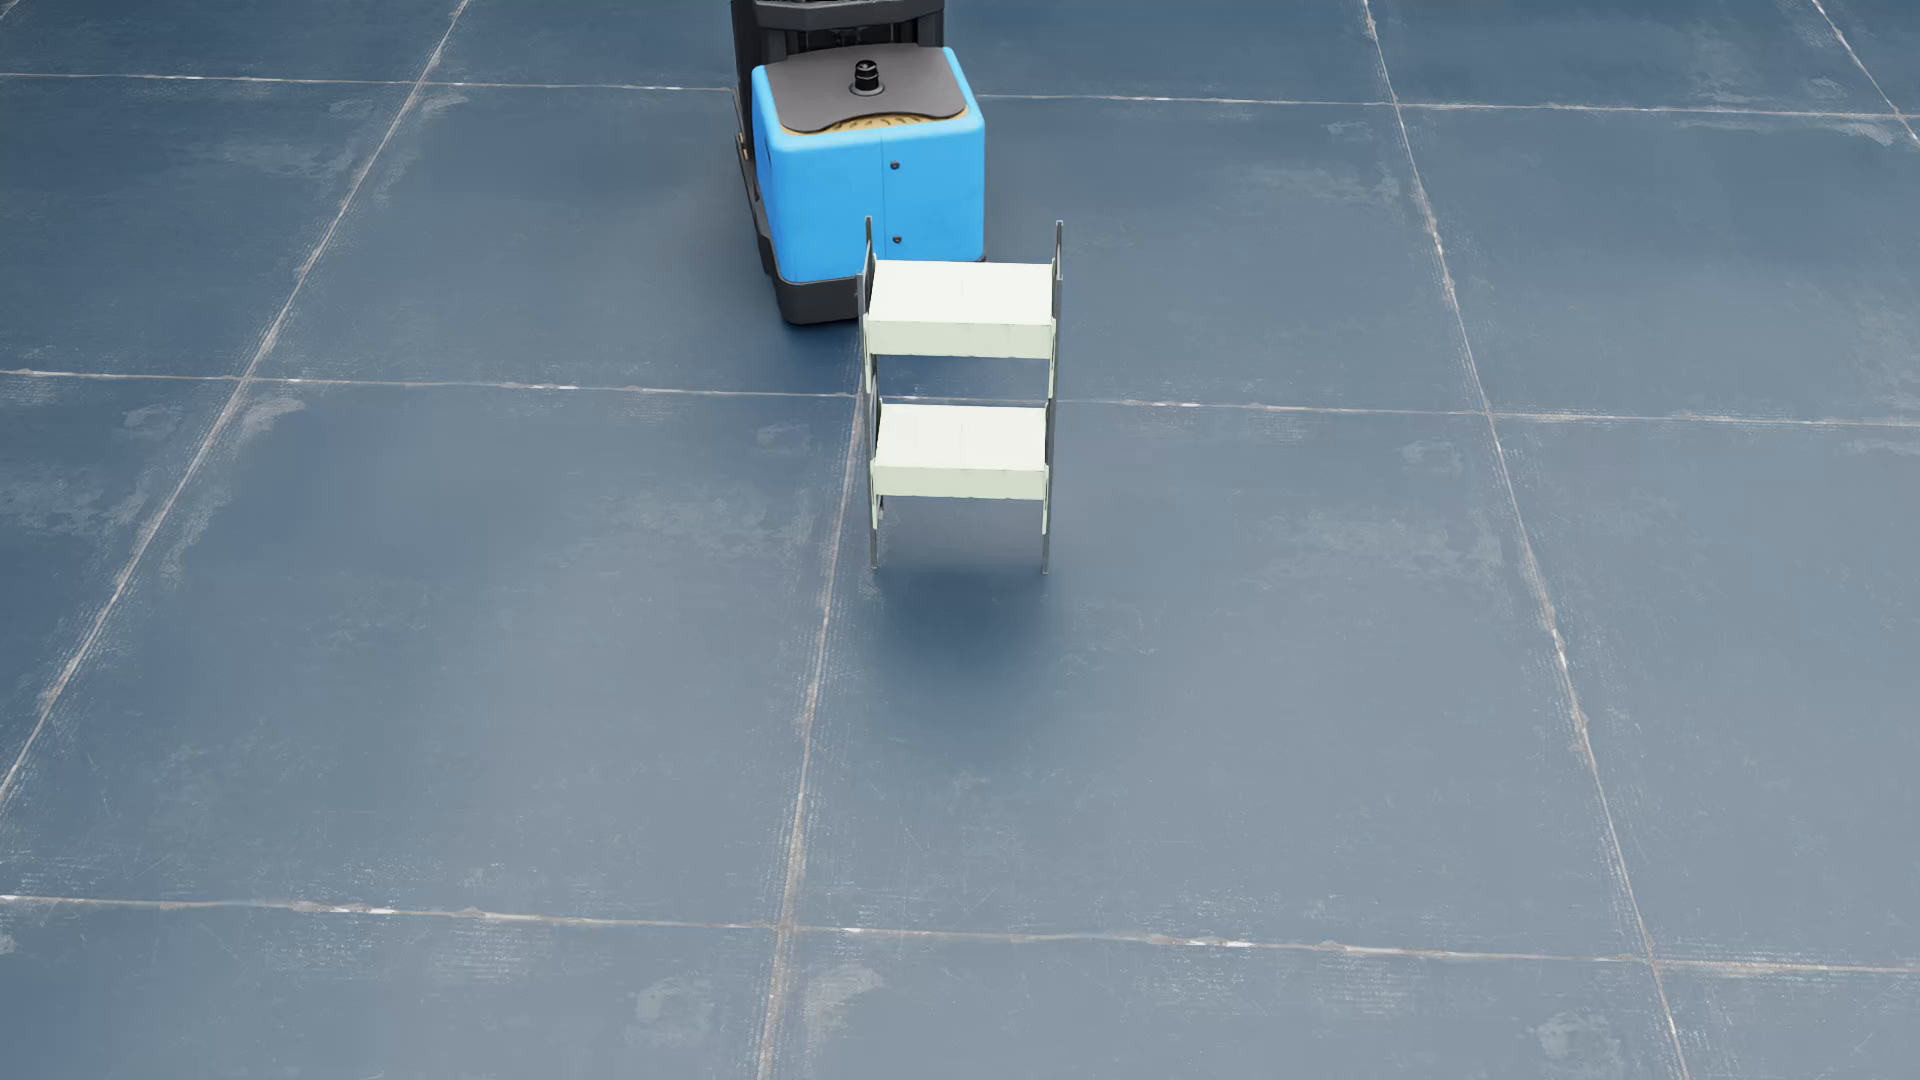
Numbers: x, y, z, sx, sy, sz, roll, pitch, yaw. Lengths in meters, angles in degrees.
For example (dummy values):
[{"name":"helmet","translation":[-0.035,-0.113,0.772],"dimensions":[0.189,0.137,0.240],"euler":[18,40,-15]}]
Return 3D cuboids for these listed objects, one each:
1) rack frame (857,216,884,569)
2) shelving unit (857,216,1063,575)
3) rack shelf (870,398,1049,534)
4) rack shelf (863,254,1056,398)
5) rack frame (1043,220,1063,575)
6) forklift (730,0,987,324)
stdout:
[{"name":"rack frame","translation":[-0.359,-0.560,6.751],"dimensions":[0.023,1.500,0.400],"euler":[2,43,2]},{"name":"shelving unit","translation":[0.007,-0.549,6.739],"dimensions":[0.755,1.500,0.431],"euler":[2,43,2]},{"name":"rack shelf","translation":[0.007,-0.310,6.961],"dimensions":[0.720,0.370,0.431],"euler":[2,43,2]},{"name":"rack shelf","translation":[0.007,-0.834,6.473],"dimensions":[0.720,0.370,0.431],"euler":[2,43,2]},{"name":"rack frame","translation":[0.372,-0.537,6.727],"dimensions":[0.023,1.500,0.400],"euler":[2,43,2]},{"name":"forklift","translation":[-0.679,-3.167,8.500],"dimensions":[1.130,2.935,3.031],"euler":[-8,44,-9]}]
